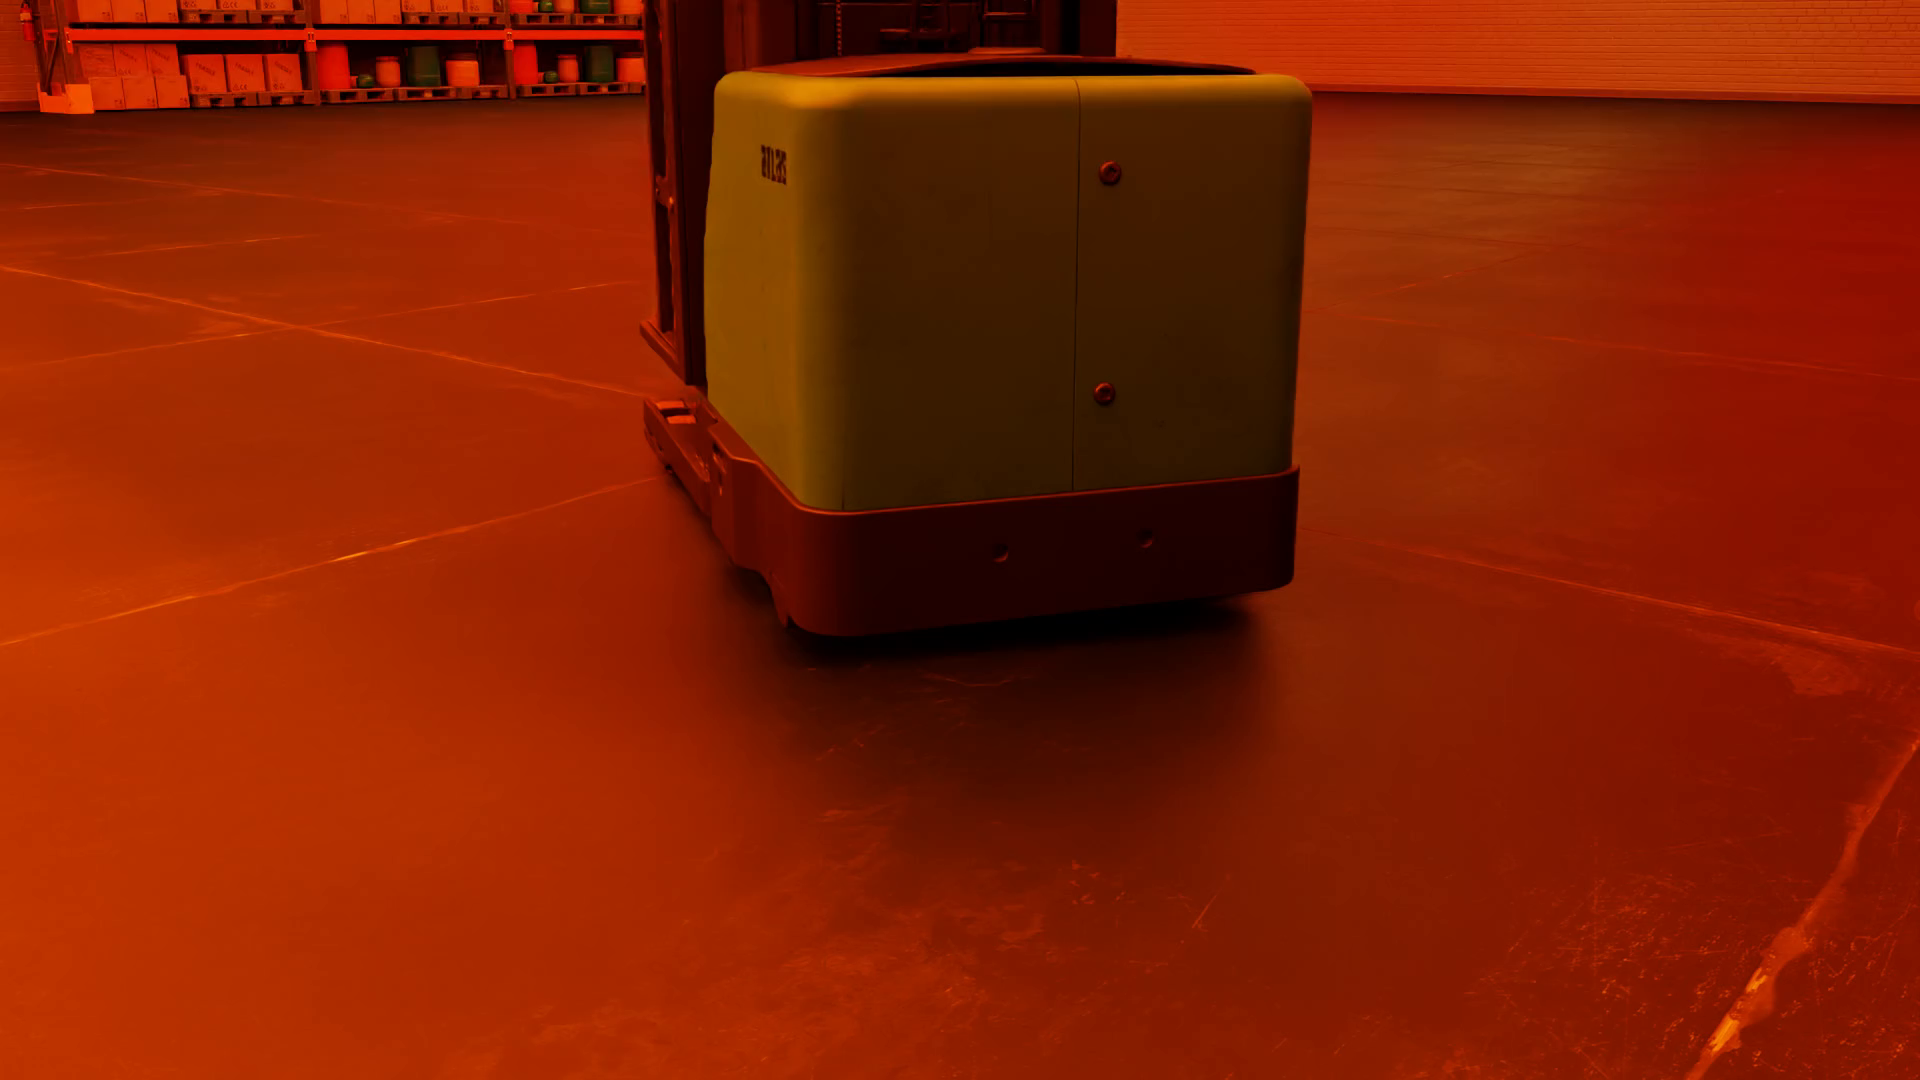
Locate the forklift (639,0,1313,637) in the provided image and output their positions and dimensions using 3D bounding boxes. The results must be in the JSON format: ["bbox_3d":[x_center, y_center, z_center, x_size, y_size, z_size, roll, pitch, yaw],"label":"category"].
[{"bbox_3d":[-0.261,-1.609,4.198,1.130,2.935,3.031,-6,18,-18],"label":"forklift"}]
